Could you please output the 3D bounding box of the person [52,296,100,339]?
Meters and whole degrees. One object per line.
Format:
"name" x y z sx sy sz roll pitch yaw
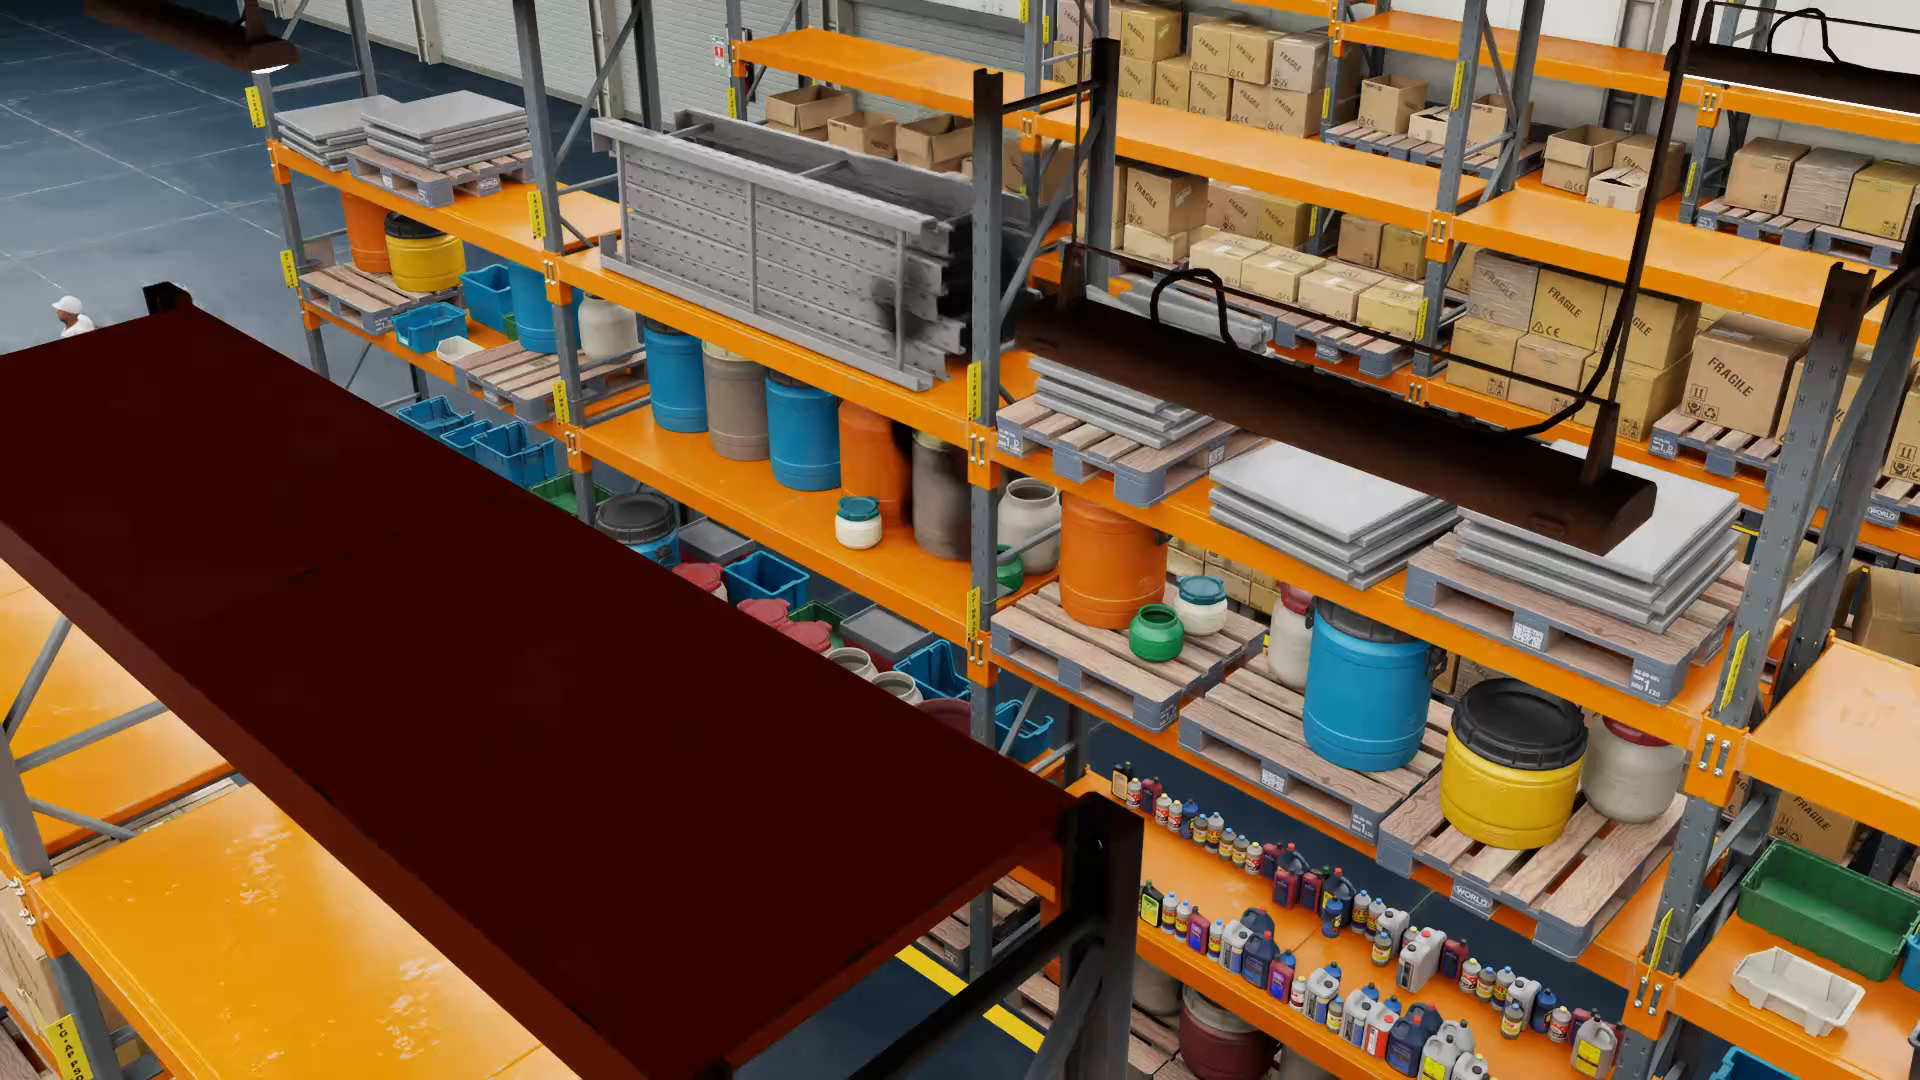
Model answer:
"person" -9.300 -1.751 17.577 0.581 1.733 0.692 -11 31 -19
